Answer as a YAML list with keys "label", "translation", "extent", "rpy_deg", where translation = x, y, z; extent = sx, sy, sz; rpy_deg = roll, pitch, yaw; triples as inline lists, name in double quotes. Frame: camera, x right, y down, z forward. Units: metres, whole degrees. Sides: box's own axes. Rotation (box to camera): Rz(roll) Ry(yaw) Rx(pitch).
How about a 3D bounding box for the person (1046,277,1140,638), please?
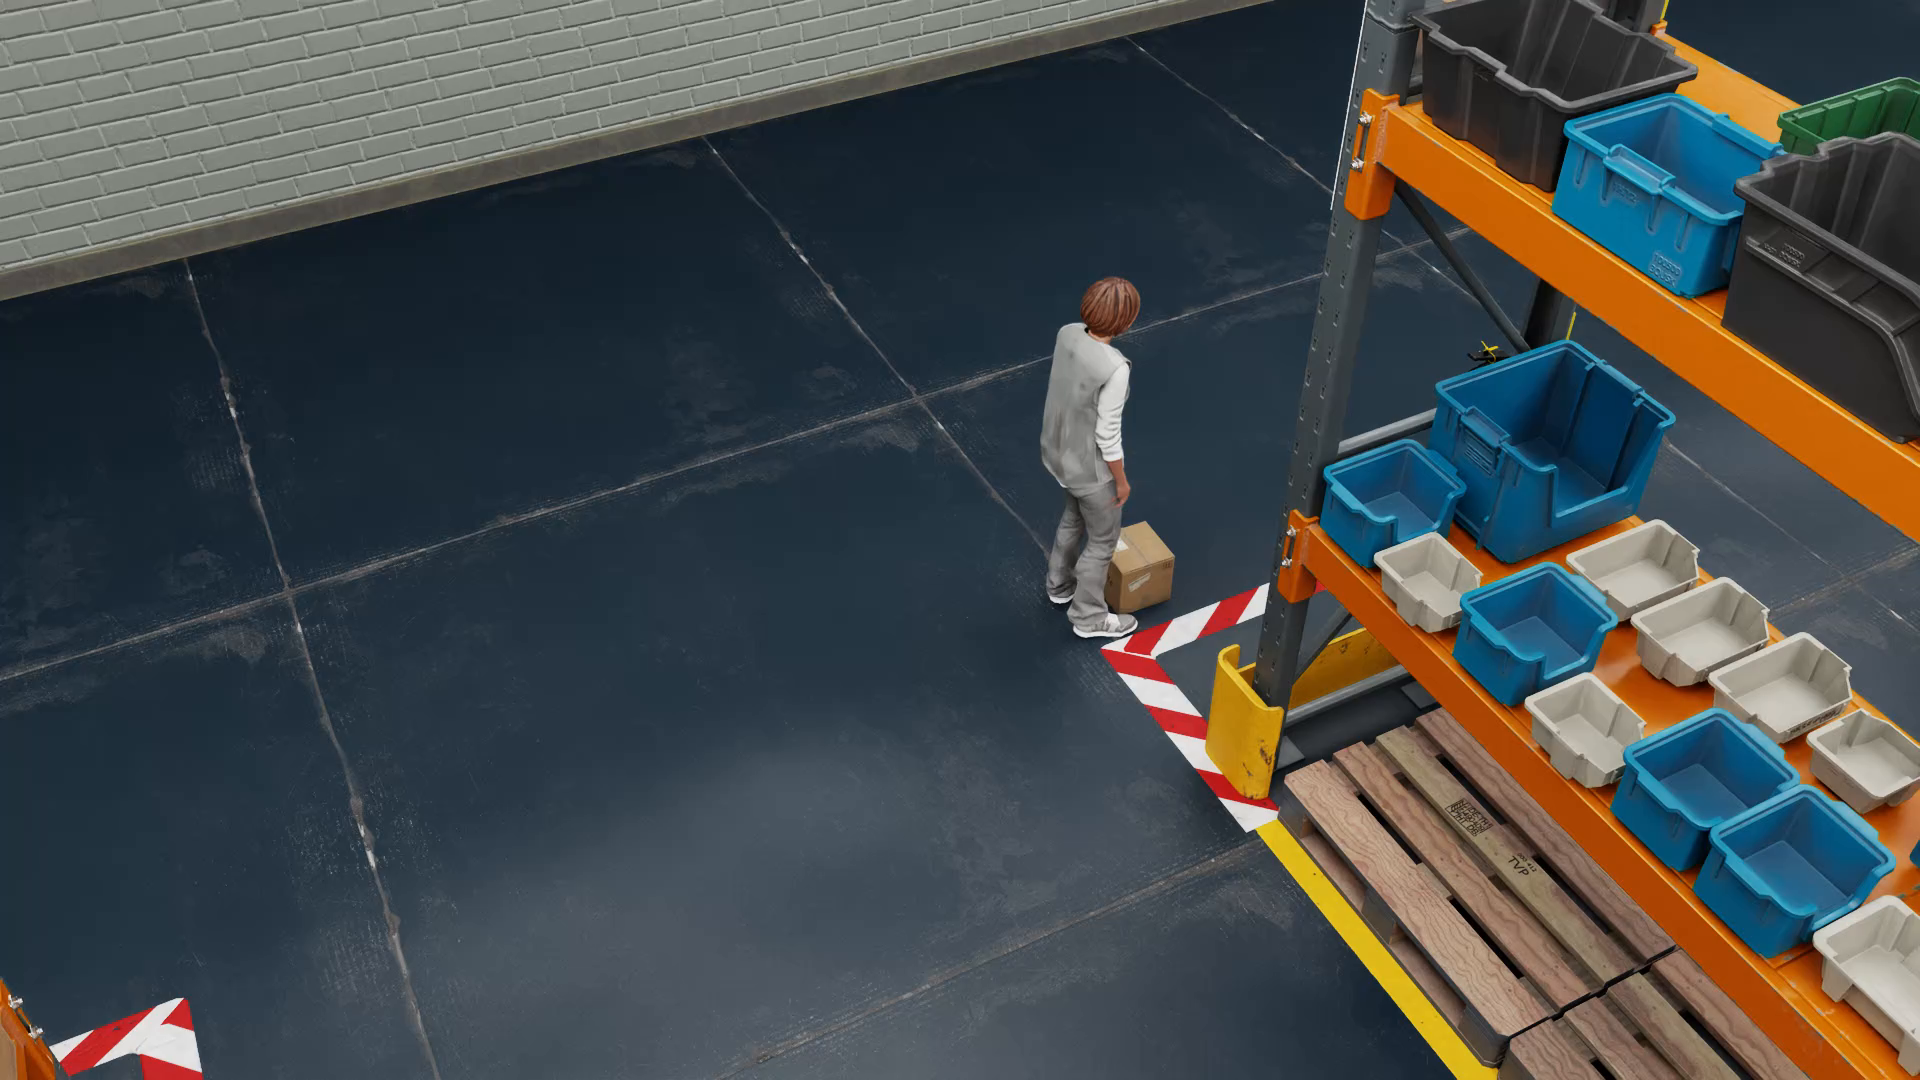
- label: "person"
  translation: [0.520, -0.305, 6.522]
  extent: [0.318, 1.574, 0.475]
  rpy_deg: [-19, 45, -20]
